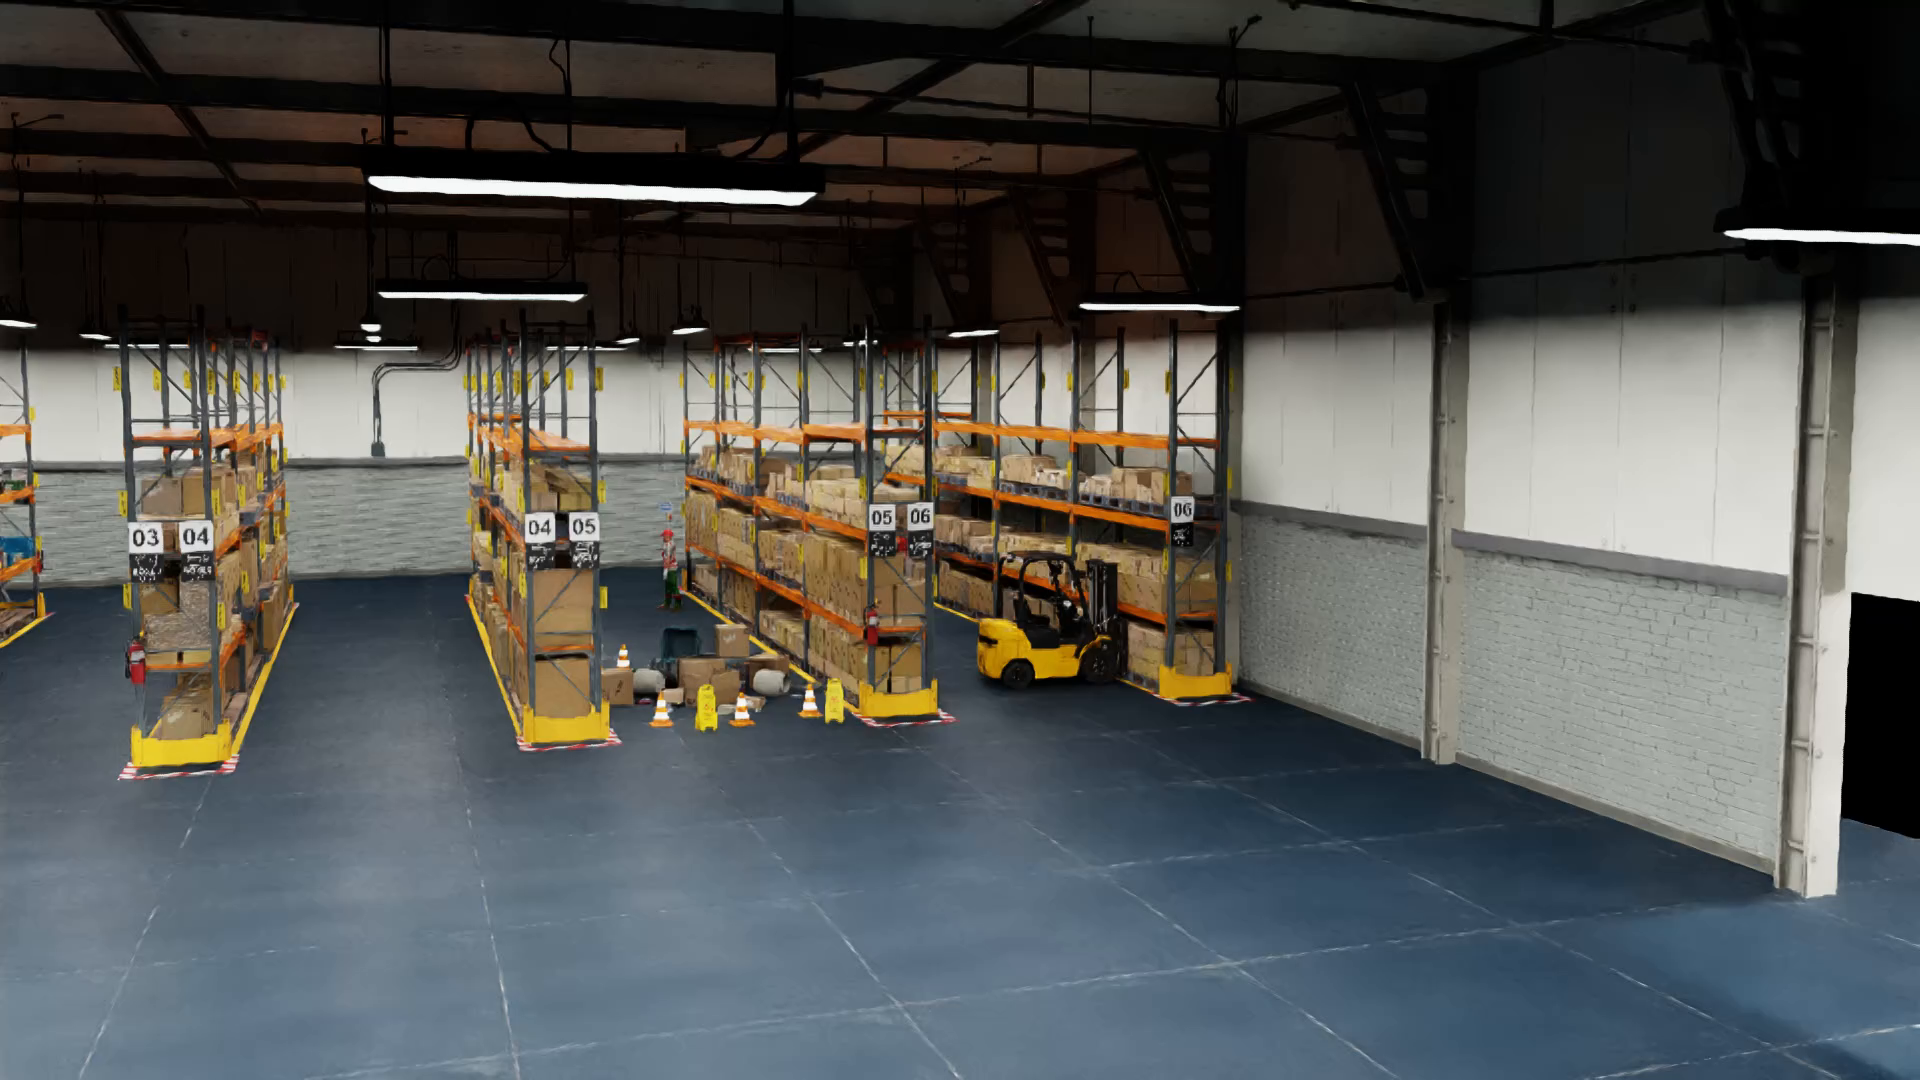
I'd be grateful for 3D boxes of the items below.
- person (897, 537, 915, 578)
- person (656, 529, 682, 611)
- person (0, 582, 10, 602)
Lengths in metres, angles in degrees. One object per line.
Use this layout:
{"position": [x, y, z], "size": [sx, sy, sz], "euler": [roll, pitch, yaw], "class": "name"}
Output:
{"position": [-1.189, 0.551, 35.212], "size": [0.596, 1.636, 0.669], "euler": [0, 5, 4], "class": "person"}
{"position": [-6.396, 0.645, 36.437], "size": [0.575, 1.786, 0.681], "euler": [-1, 5, -7], "class": "person"}
{"position": [-21.272, 0.774, 36.554], "size": [0.453, 1.521, 0.883], "euler": [0, 5, 4], "class": "person"}
